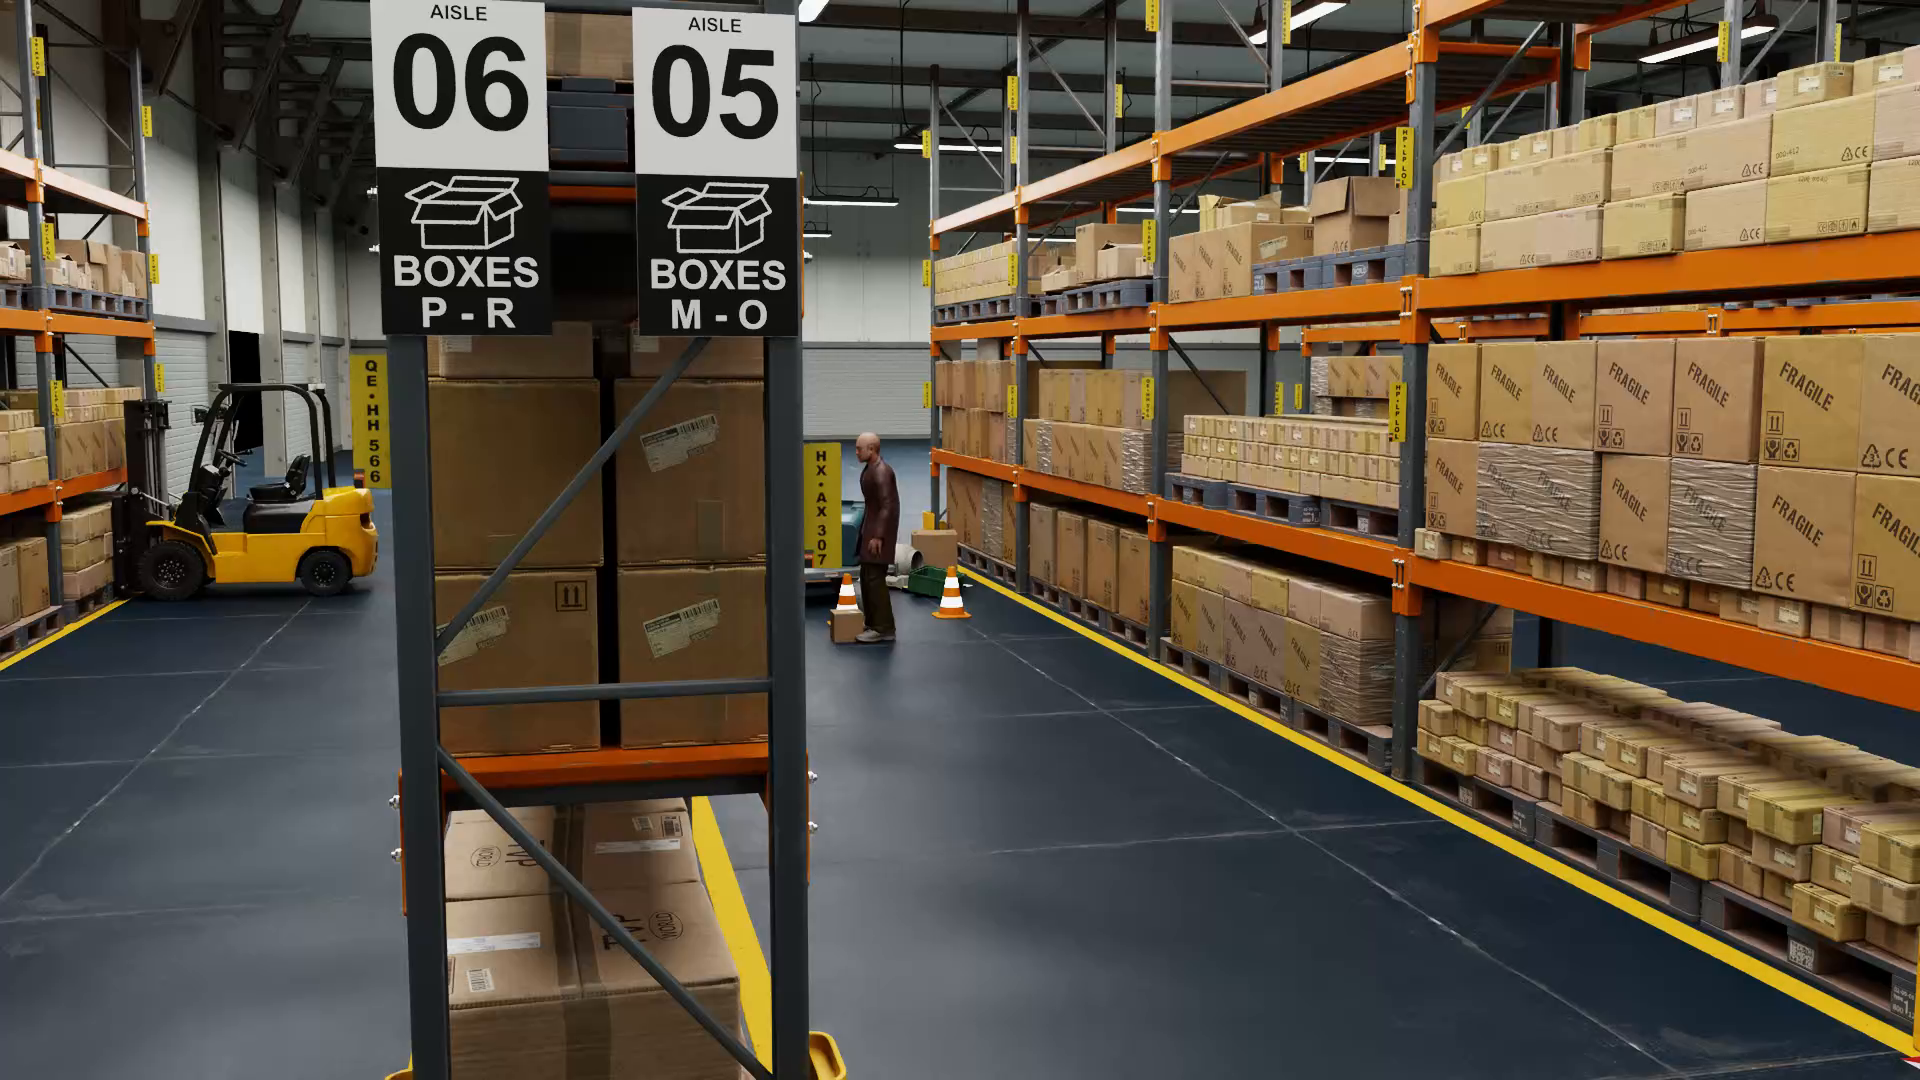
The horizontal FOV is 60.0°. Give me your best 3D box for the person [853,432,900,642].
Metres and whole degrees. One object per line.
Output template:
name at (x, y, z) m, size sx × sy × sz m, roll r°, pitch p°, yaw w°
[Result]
person at (-0.730, -0.033, 14.193) m, size 0.420 × 1.774 × 0.643 m, roll -1°, pitch 6°, yaw -14°
